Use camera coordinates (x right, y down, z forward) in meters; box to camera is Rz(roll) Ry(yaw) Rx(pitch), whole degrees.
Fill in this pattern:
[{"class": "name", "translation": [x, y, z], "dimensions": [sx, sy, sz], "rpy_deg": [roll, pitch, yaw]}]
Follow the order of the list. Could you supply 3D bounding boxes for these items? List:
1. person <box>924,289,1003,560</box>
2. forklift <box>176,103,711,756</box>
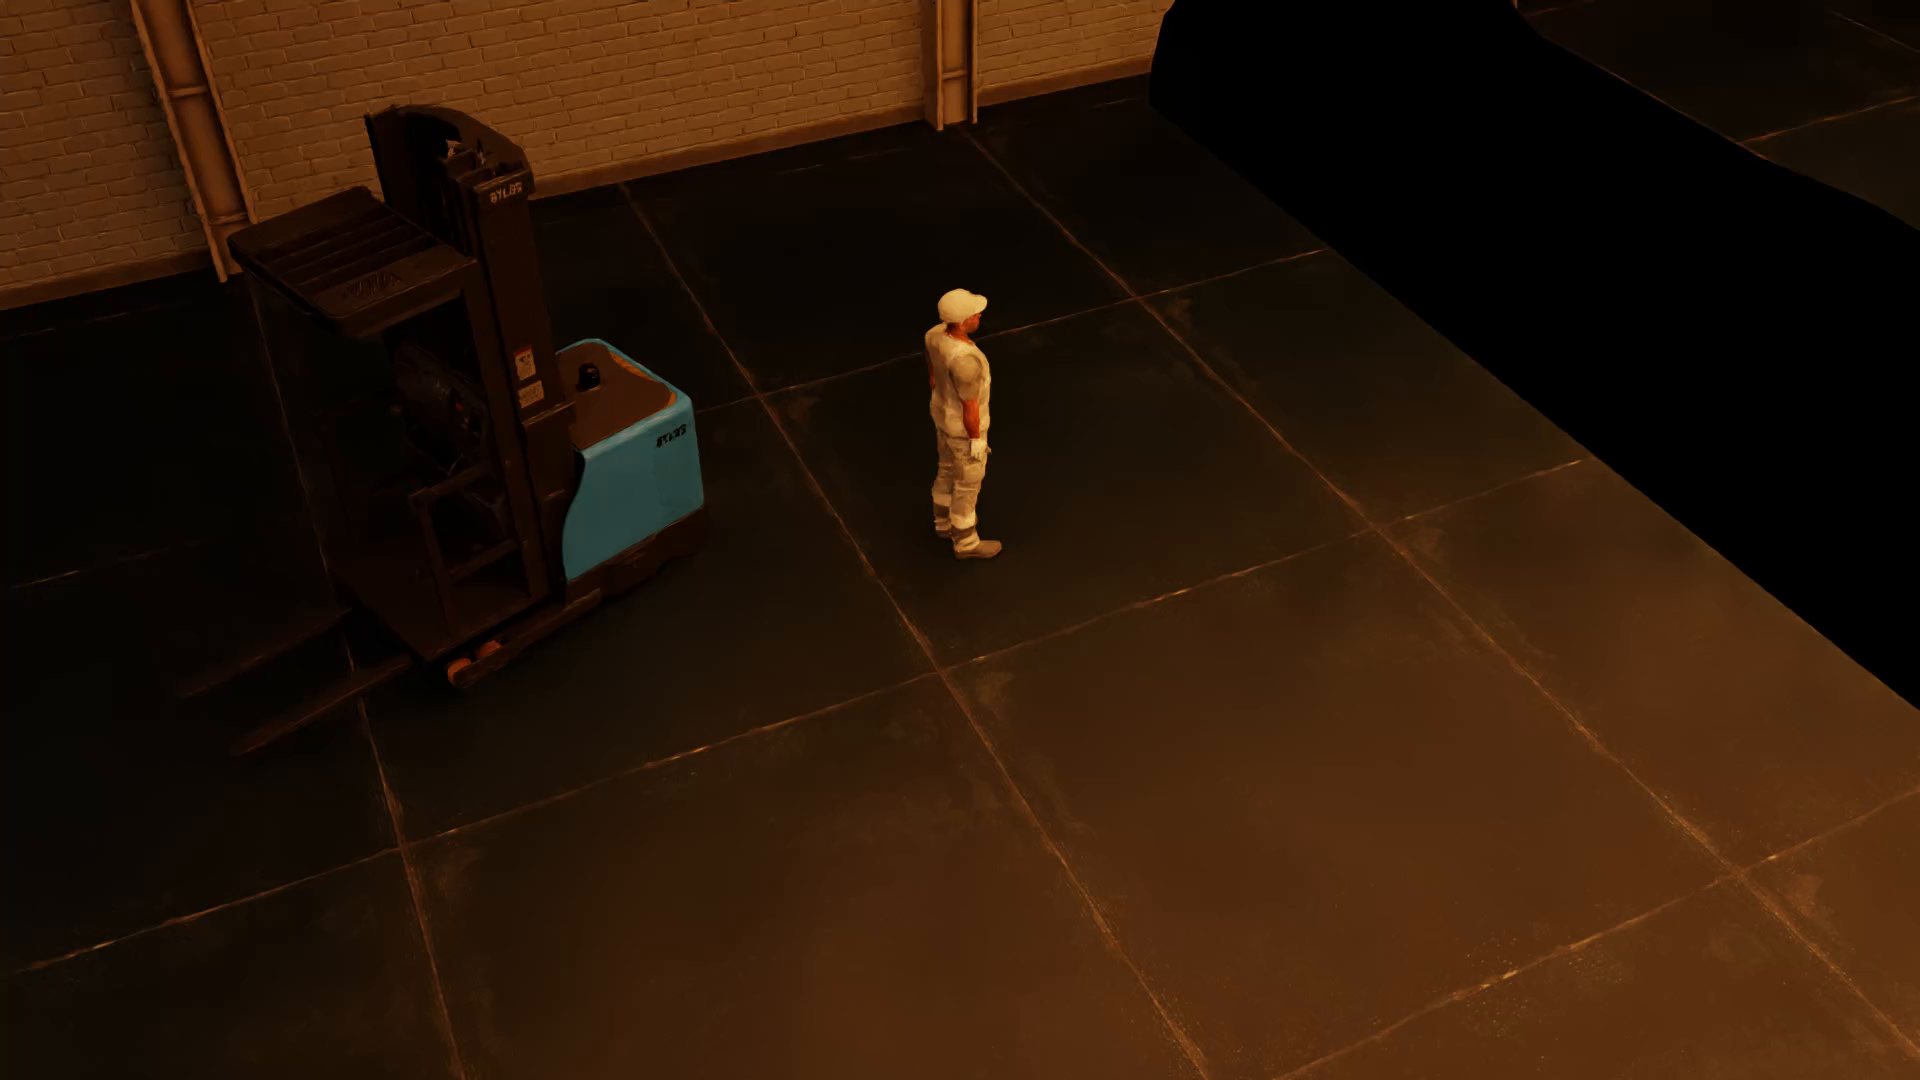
[{"class": "person", "translation": [0.018, -0.694, 9.737], "dimensions": [0.349, 1.795, 0.540], "rpy_deg": [-17, 43, -19]}, {"class": "forklift", "translation": [-2.933, -0.672, 8.822], "dimensions": [1.130, 2.935, 3.031], "rpy_deg": [33, 50, 33]}]
